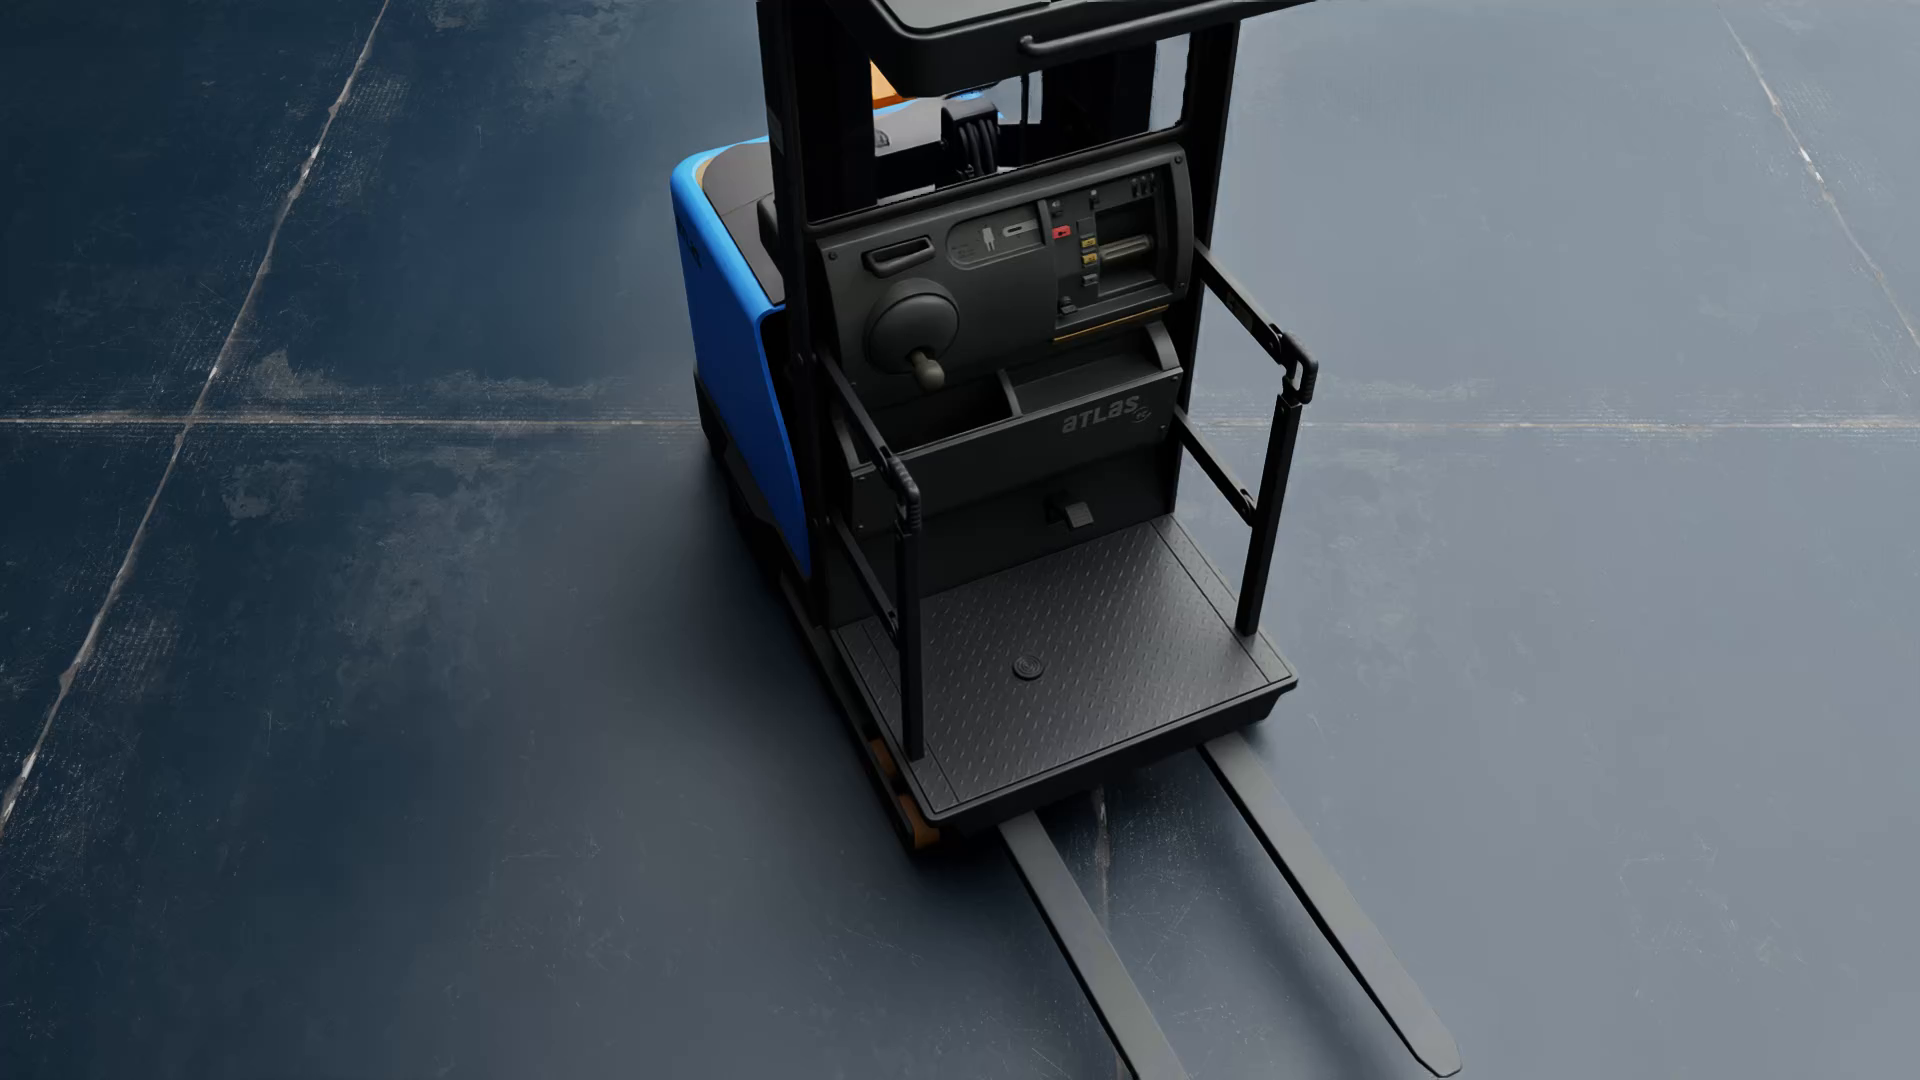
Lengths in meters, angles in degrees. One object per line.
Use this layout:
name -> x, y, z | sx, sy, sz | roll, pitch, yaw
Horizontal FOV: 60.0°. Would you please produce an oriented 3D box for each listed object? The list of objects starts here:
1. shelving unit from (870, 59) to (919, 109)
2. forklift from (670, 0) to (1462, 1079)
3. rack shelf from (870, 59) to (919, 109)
shelving unit -> -0.273, -1.123, 5.475 | 0.503, 1.200, 0.258 | -19, 50, -17
forklift -> 0.218, -0.538, 3.748 | 1.130, 2.935, 3.031 | -19, 50, -17
rack shelf -> -0.273, -1.391, 5.188 | 0.480, 0.148, 0.258 | -19, 50, -17
